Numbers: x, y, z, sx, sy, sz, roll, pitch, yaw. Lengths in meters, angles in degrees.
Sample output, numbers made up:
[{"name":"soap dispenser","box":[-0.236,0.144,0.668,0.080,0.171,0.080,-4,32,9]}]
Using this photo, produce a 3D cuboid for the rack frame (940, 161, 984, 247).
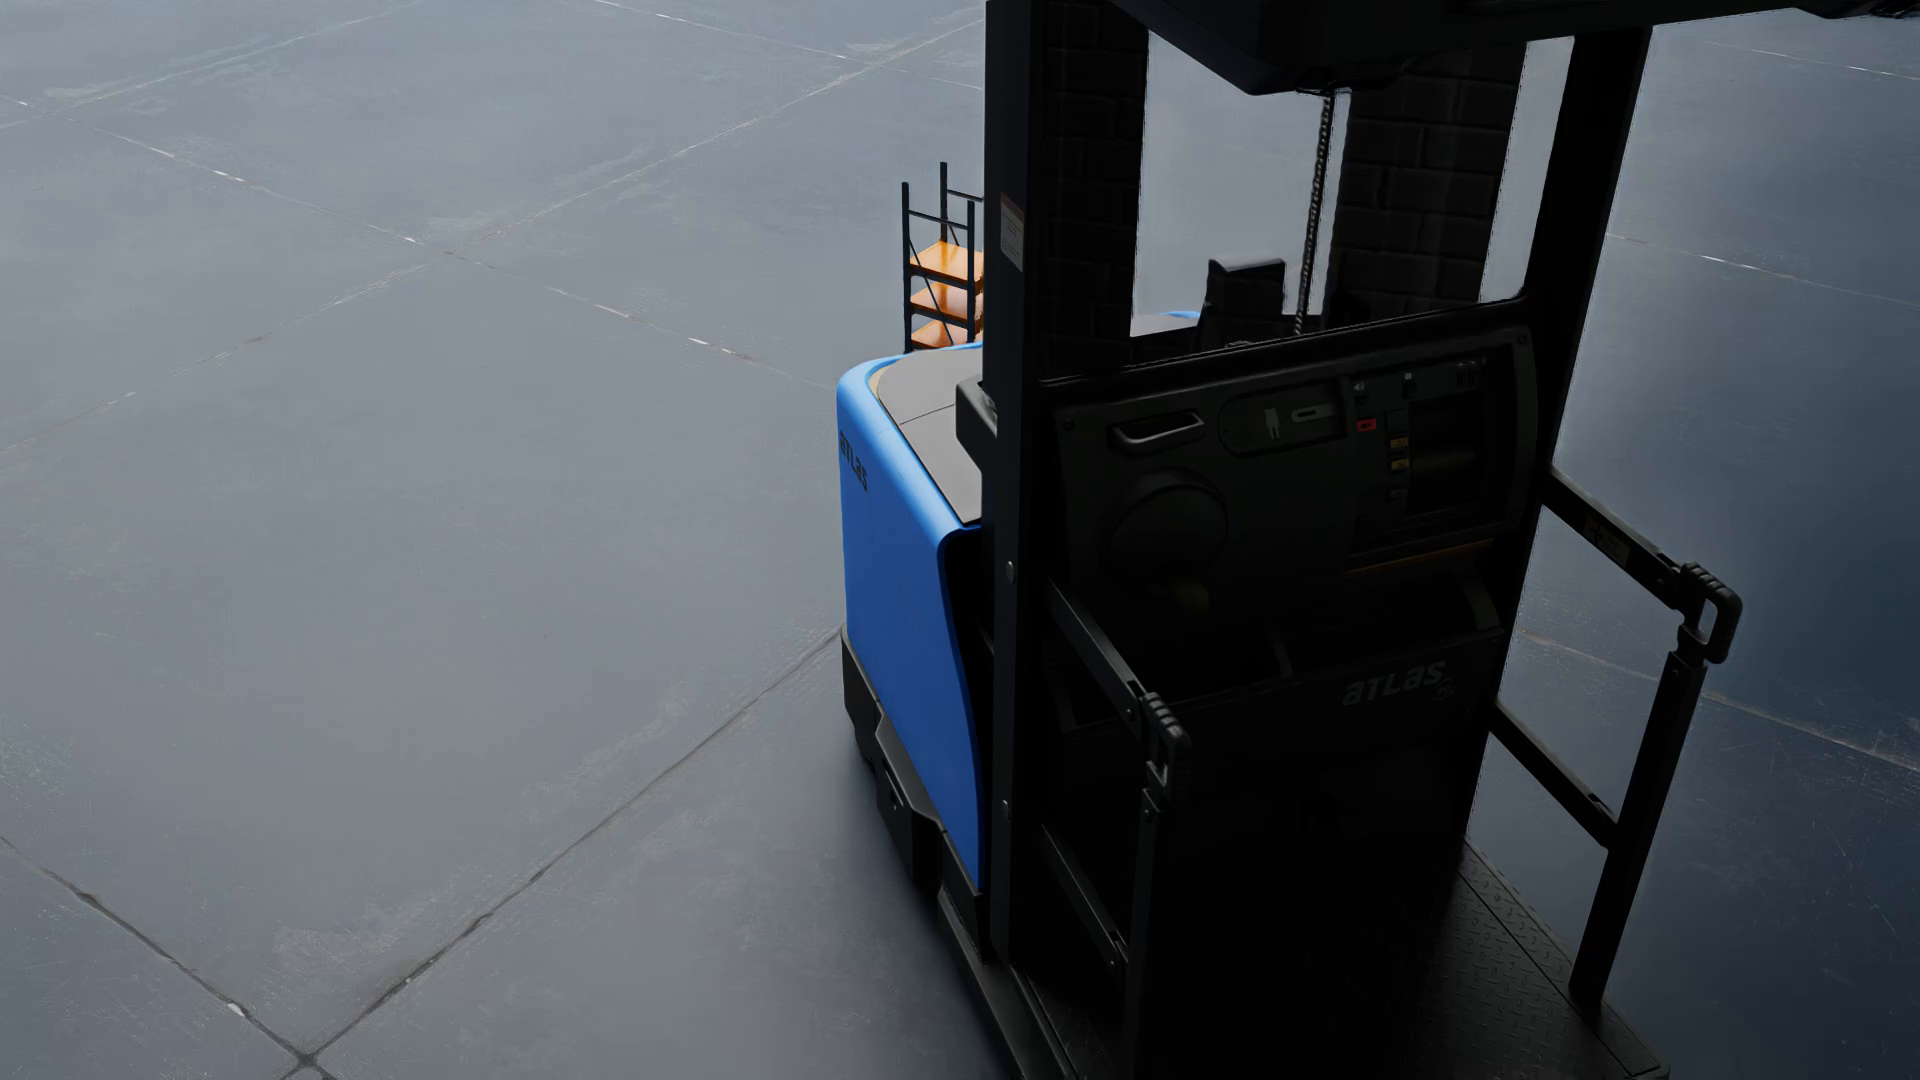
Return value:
[{"name":"rack frame","box":[0.044,-0.532,4.966,0.240,1.200,0.006,21,39,28]}]

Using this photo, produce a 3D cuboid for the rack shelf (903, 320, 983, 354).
[{"name":"rack shelf","box":[-0.008,-0.553,4.862,0.258,0.103,0.180,21,39,28]}]

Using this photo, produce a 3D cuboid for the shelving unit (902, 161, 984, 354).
[{"name":"shelving unit","box":[-0.008,-0.490,4.904,0.258,1.200,0.189,21,39,28]}]

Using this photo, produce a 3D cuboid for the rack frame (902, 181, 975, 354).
[{"name":"rack frame","box":[-0.060,-0.448,4.842,0.240,1.200,0.006,21,39,28]}]

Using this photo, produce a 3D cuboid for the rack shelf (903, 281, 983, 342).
[{"name":"rack shelf","box":[-0.008,-0.652,4.794,0.258,0.103,0.180,21,39,28]}]

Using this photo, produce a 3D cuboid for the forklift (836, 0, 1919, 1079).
[{"name":"forklift","box":[0.675,-0.062,2.726,1.130,2.935,3.031,-12,36,-17]}]

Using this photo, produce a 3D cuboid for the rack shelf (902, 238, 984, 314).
[{"name":"rack shelf","box":[-0.008,-0.752,4.727,0.258,0.103,0.180,21,39,28]}]
